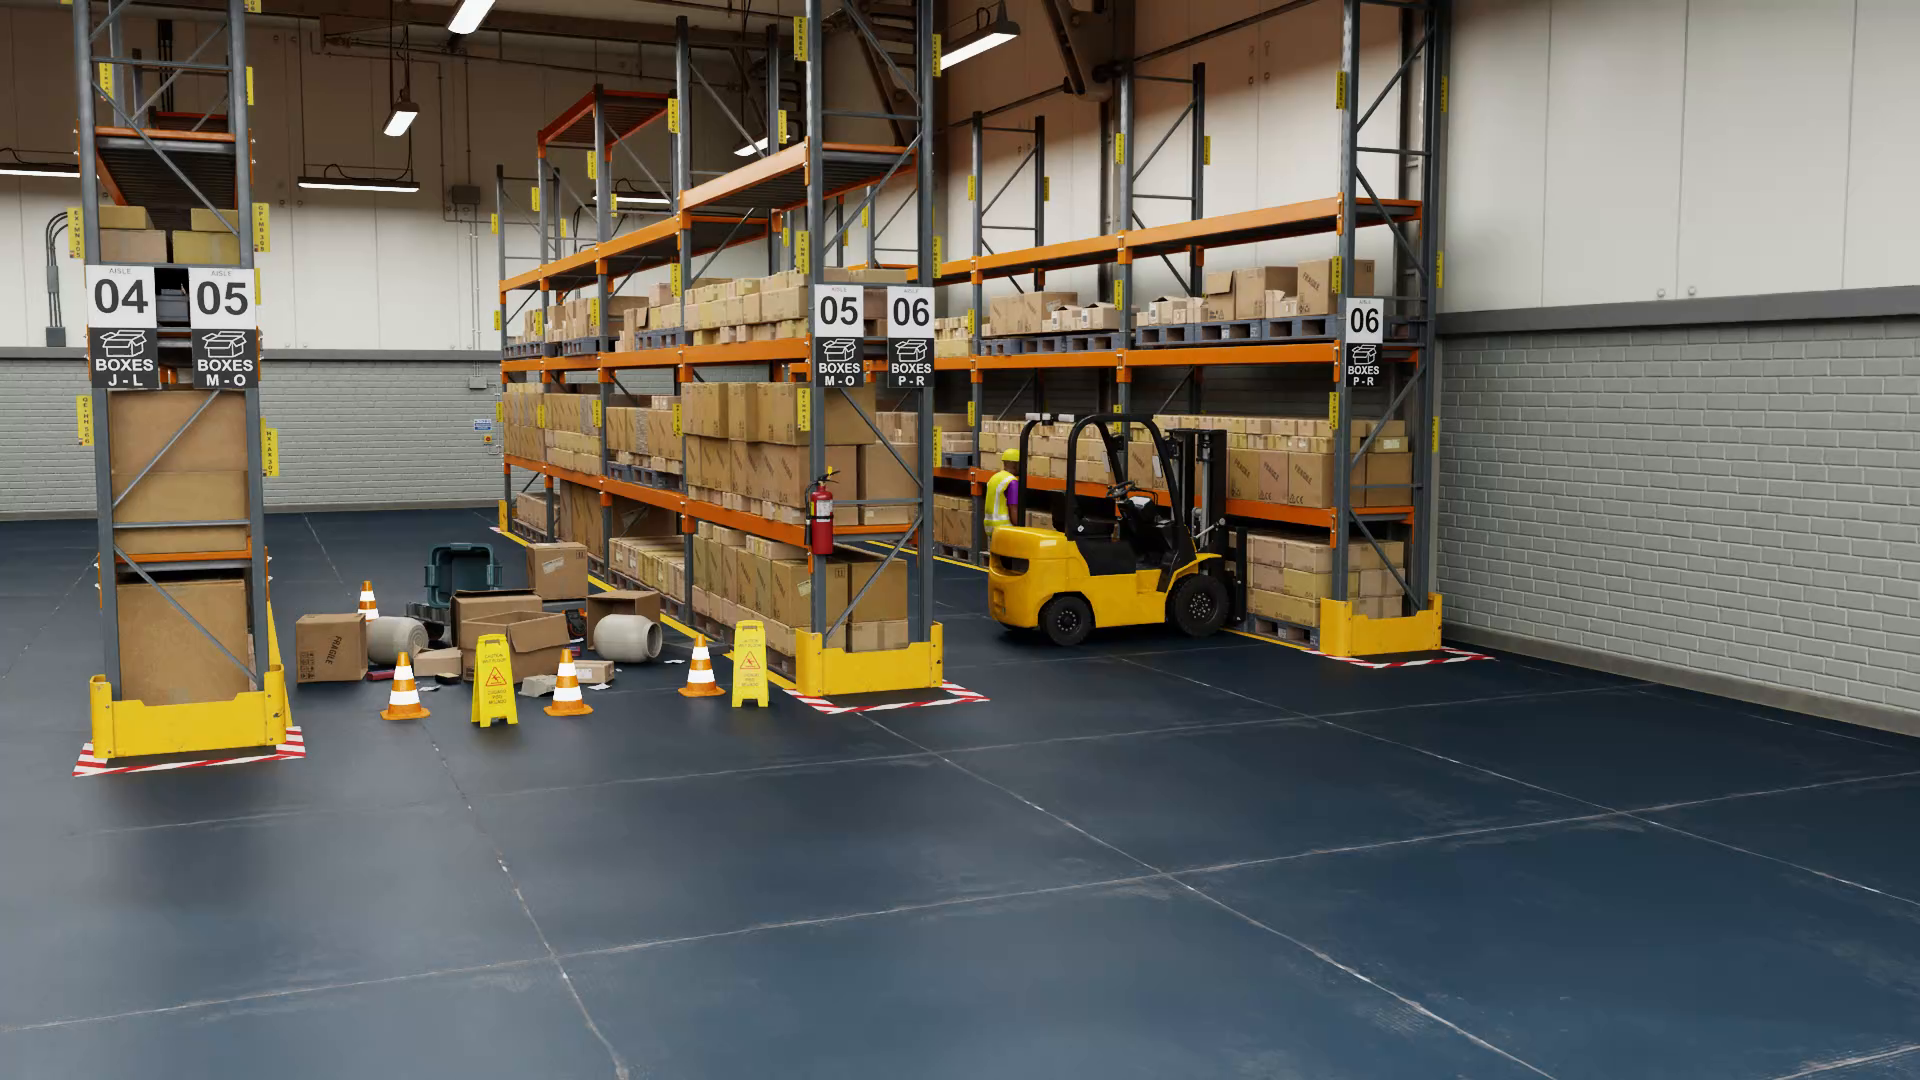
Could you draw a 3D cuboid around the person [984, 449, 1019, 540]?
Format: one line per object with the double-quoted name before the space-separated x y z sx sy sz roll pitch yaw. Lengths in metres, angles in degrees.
"person" 0.504 -0.080 17.529 0.461 1.760 0.626 -2 6 -24
